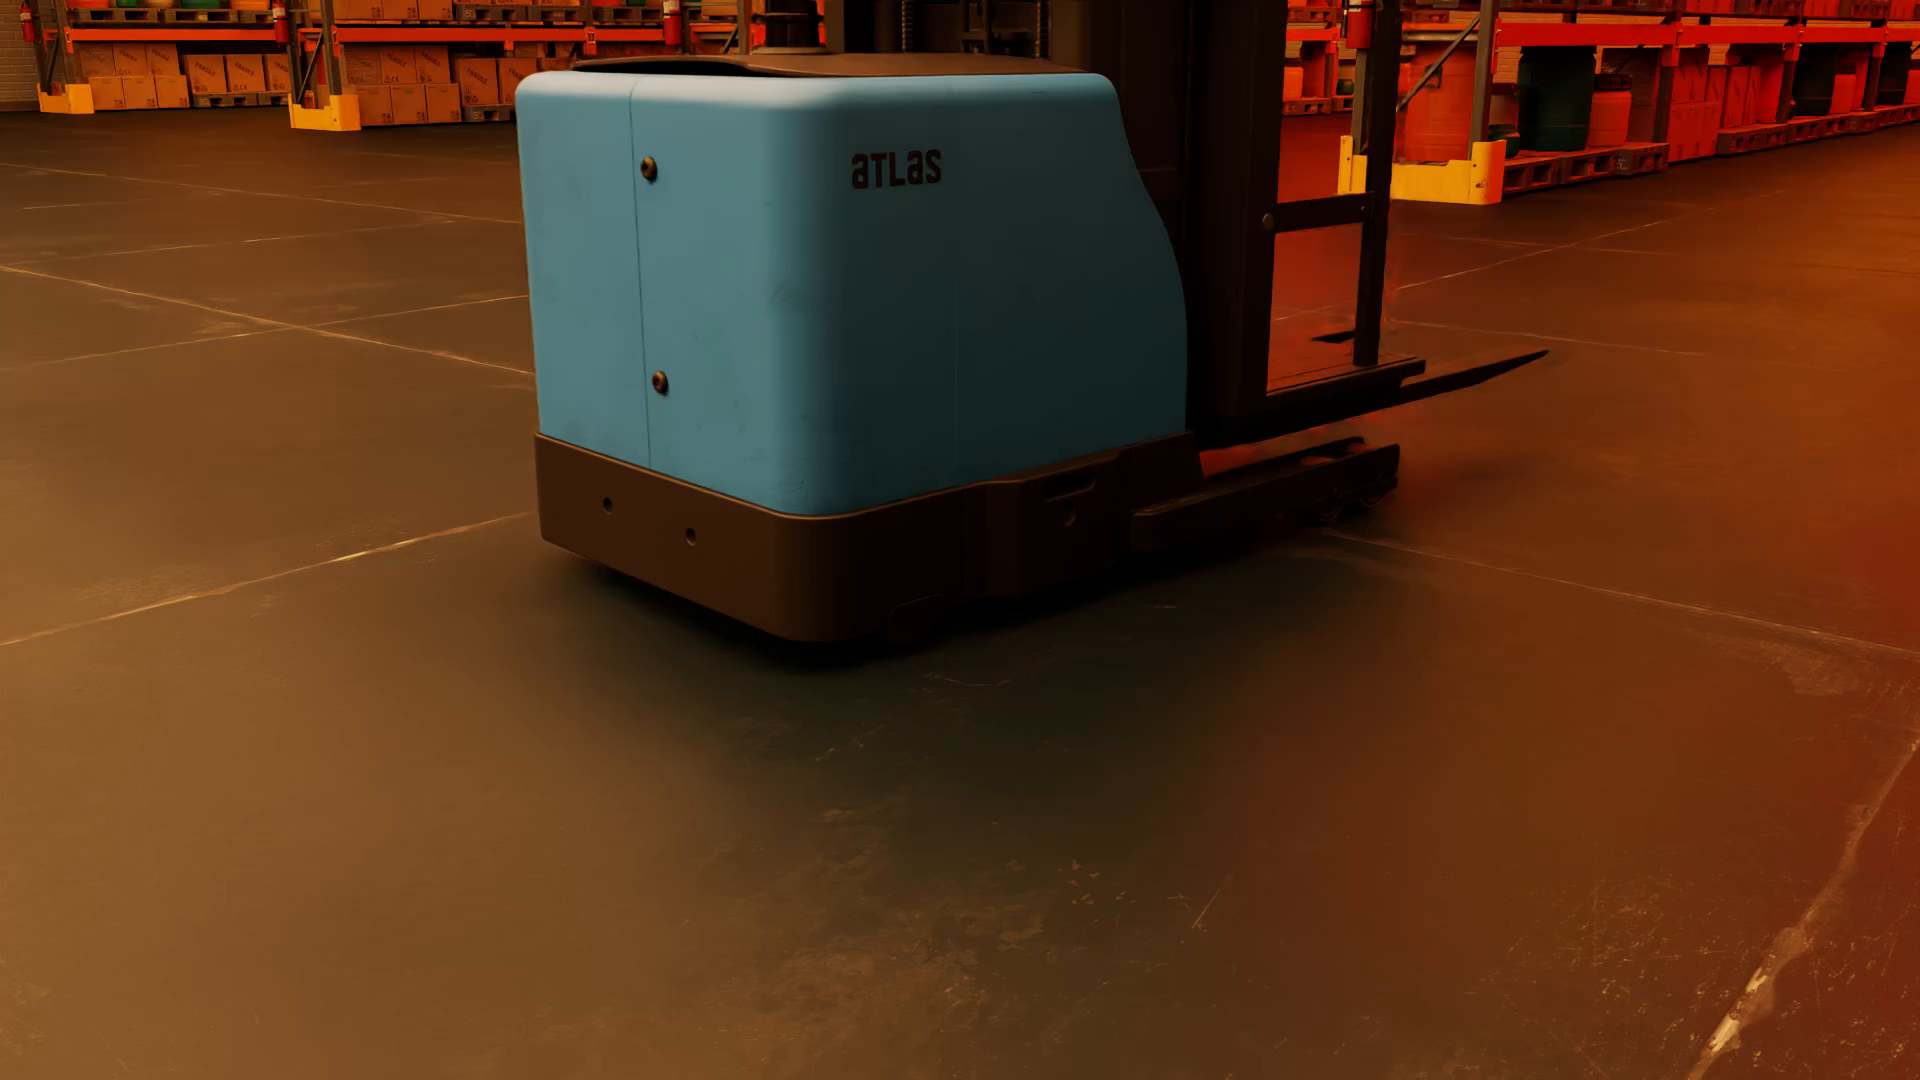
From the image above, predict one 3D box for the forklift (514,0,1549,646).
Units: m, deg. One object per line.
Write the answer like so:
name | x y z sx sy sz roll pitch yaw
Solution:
forklift | 0.475 -1.543 3.978 3.031 2.935 1.130 -15 23 -41
